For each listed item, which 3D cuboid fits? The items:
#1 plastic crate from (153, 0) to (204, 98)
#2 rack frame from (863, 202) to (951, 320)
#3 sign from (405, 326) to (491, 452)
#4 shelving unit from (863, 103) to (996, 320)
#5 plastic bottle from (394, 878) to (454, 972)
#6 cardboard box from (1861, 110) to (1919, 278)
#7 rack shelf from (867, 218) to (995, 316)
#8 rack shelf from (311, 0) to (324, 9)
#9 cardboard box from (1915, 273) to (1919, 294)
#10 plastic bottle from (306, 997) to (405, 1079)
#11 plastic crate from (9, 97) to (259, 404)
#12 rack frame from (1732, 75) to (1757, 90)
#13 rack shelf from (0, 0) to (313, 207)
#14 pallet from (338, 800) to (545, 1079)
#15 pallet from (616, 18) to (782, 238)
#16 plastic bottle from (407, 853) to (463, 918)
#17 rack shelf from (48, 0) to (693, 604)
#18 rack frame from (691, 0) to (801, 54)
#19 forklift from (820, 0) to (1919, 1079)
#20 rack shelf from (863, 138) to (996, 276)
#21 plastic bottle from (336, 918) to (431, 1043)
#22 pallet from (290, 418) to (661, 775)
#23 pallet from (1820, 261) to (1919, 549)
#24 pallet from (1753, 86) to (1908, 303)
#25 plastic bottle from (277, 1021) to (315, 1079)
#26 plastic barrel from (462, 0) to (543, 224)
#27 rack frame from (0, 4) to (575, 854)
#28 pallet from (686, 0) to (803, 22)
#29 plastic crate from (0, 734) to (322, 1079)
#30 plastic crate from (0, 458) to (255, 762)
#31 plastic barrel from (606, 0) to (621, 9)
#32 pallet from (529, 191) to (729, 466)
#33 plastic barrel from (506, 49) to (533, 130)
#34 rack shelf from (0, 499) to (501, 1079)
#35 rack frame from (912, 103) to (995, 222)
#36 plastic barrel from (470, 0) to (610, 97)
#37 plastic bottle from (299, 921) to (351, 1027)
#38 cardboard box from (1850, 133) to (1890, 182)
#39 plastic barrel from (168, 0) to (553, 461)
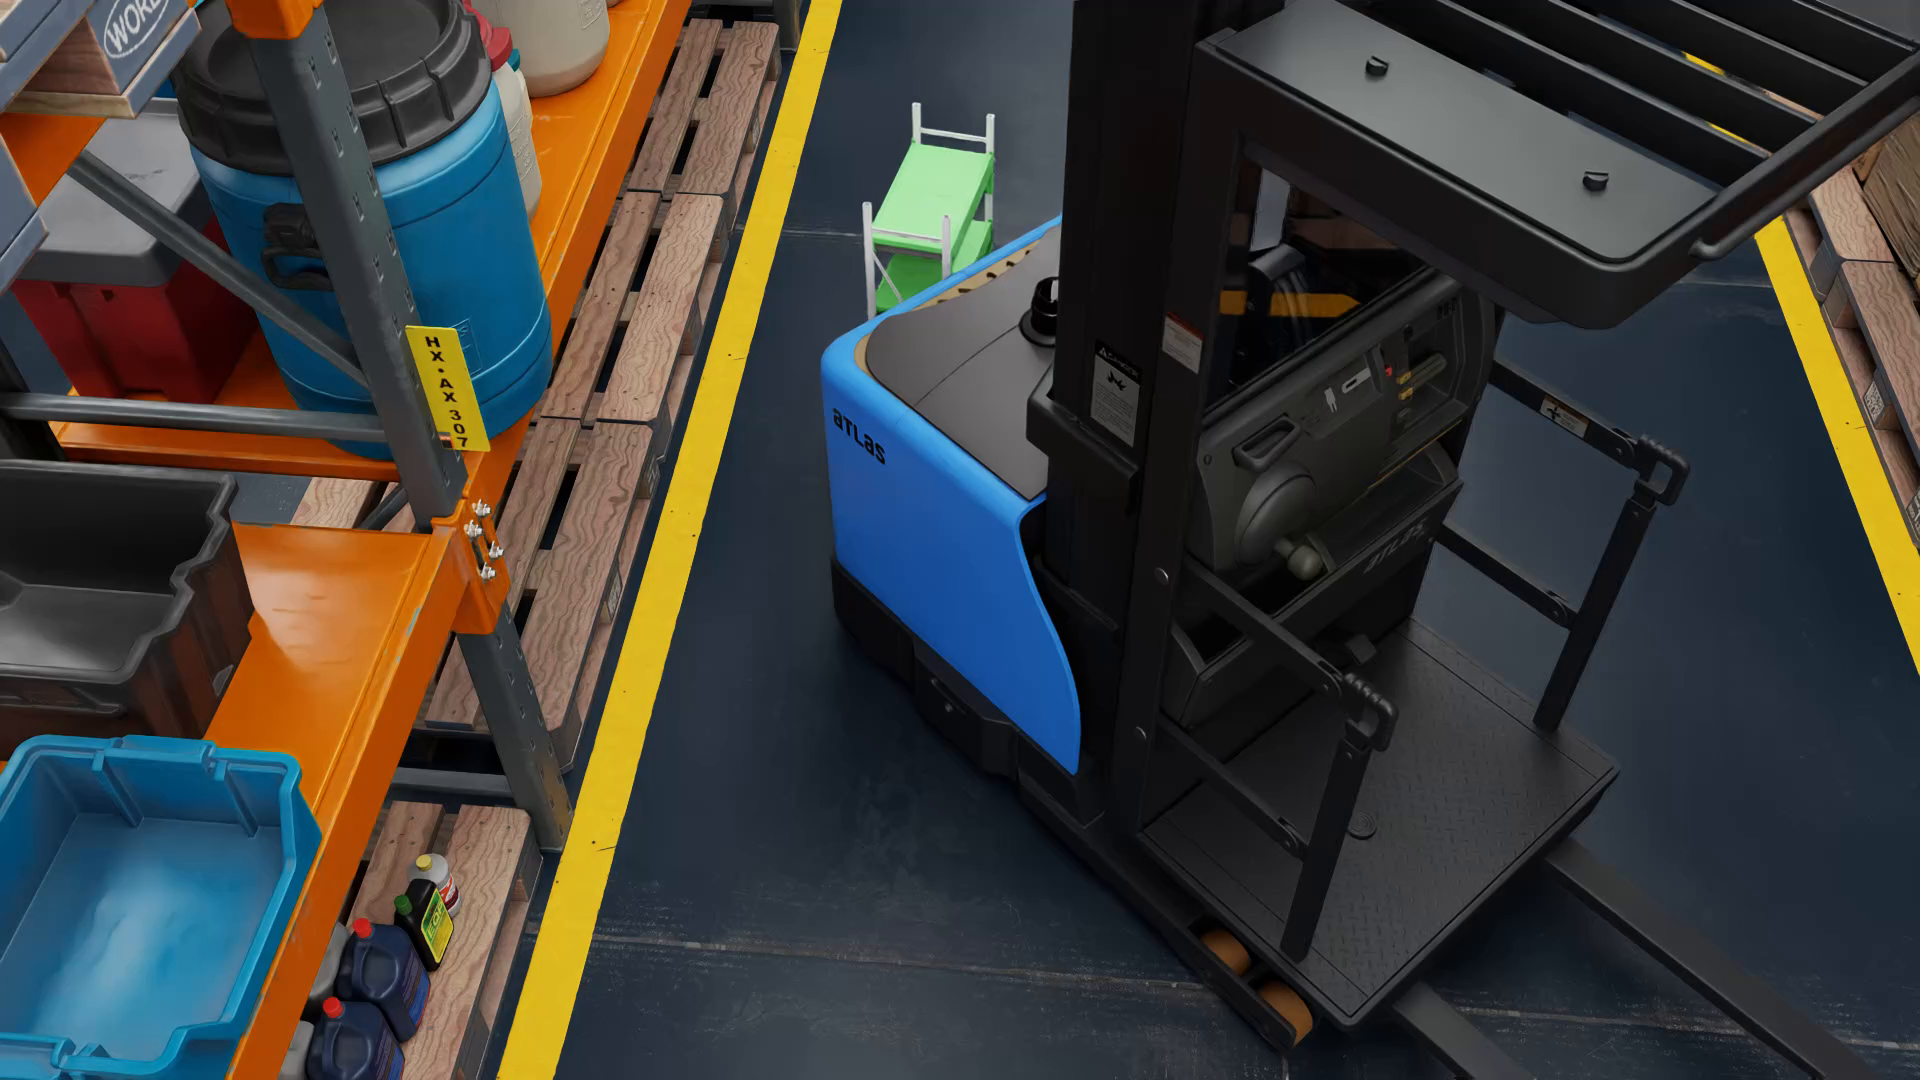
[{"bbox_3d":[-1.770,-1.074,4.210,0.392,0.384,0.575,4,48,4],"label":"plastic crate"},{"bbox_3d":[-0.143,-0.473,4.870,0.240,1.200,0.015,11,48,10],"label":"rack frame"},{"bbox_3d":[-1.014,-0.296,3.301,0.100,0.325,0.005,4,48,4],"label":"sign"},{"bbox_3d":[-0.081,-0.648,5.029,0.258,1.200,0.503,11,48,10],"label":"shelving unit"},{"bbox_3d":[-1.276,0.896,3.940,0.061,0.283,0.133,6,48,5],"label":"plastic bottle"},{"bbox_3d":[3.657,-1.257,5.763,0.700,0.500,0.500,0,48,0],"label":"cardboard box"},{"bbox_3d":[-0.081,-0.766,4.899,0.258,0.148,0.480,11,48,10],"label":"rack shelf"},{"bbox_3d":[-1.378,-2.487,3.947,1.077,0.370,4.000,4,48,4],"label":"rack shelf"},{"bbox_3d":[3.612,-0.840,5.381,0.700,0.500,0.500,7,48,7],"label":"cardboard box"},{"bbox_3d":[-1.350,1.131,3.679,0.144,0.351,0.185,2,48,2],"label":"plastic bottle"},{"bbox_3d":[-1.821,-0.646,3.765,0.402,0.464,0.583,4,48,4],"label":"plastic crate"},{"bbox_3d":[3.736,-2.854,5.828,1.000,3.000,0.127,4,48,4],"label":"rack frame"},{"bbox_3d":[-1.743,0.452,1.258,1.077,0.370,4.000,4,48,4],"label":"rack shelf"},{"bbox_3d":[-1.663,1.184,4.024,1.003,0.211,1.213,4,48,4],"label":"pallet"},{"bbox_3d":[-1.305,-1.679,6.643,1.003,0.211,1.213,4,48,4],"label":"pallet"},{"bbox_3d":[-1.283,0.836,4.051,0.097,0.201,0.097,0,48,0],"label":"plastic bottle"},{"bbox_3d":[-1.378,-1.475,5.054,1.077,0.370,4.000,4,48,4],"label":"rack shelf"},{"bbox_3d":[-1.196,-3.187,6.132,1.000,3.000,0.127,4,48,4],"label":"rack frame"},{"bbox_3d":[0.974,-0.171,3.420,1.130,2.935,3.031,-33,56,-26],"label":"forklift"},{"bbox_3d":[-0.081,-0.928,4.722,0.258,0.148,0.480,11,48,10],"label":"rack shelf"},{"bbox_3d":[-1.332,0.990,3.808,0.144,0.351,0.185,3,48,2],"label":"plastic bottle"},{"bbox_3d":[-1.528,0.114,5.003,1.003,0.211,1.213,4,48,4],"label":"pallet"},{"bbox_3d":[3.550,-0.445,5.514,1.003,0.211,1.213,4,48,4],"label":"pallet"},{"bbox_3d":[3.664,-1.339,6.331,1.003,0.211,1.213,4,48,4],"label":"pallet"},{"bbox_3d":[-1.500,1.165,3.699,0.152,0.276,0.135,4,48,4],"label":"plastic bottle"},{"bbox_3d":[-1.255,-0.982,4.023,0.433,0.535,0.433,0,48,0],"label":"plastic barrel"},{"bbox_3d":[-1.561,-0.248,3.444,1.000,3.000,0.127,4,48,4],"label":"rack frame"},{"bbox_3d":[-1.166,-2.828,7.694,1.003,0.211,1.213,4,48,4],"label":"pallet"},{"bbox_3d":[-1.391,0.634,2.738,0.499,0.251,0.616,4,48,4],"label":"plastic crate"},{"bbox_3d":[-1.735,0.149,3.123,0.767,0.338,0.504,4,48,4],"label":"plastic crate"},{"bbox_3d":[-1.149,-1.839,4.807,0.433,0.535,0.433,0,48,0],"label":"plastic barrel"},{"bbox_3d":[-1.419,-0.785,5.825,1.003,0.211,1.213,4,48,4],"label":"pallet"},{"bbox_3d":[-1.287,-1.163,4.375,0.301,0.262,0.301,0,48,0],"label":"plastic barrel"},{"bbox_3d":[-1.743,1.465,2.365,1.077,0.370,4.000,4,48,4],"label":"rack shelf"},{"bbox_3d":[-0.019,-0.822,5.189,0.240,1.200,0.015,11,48,10],"label":"rack frame"},{"bbox_3d":[-1.188,-1.521,4.516,0.433,0.535,0.433,0,48,0],"label":"plastic barrel"},{"bbox_3d":[-1.476,0.981,3.817,0.144,0.351,0.185,4,48,4],"label":"plastic bottle"},{"bbox_3d":[3.695,-1.665,6.136,0.700,0.500,0.500,2,48,1],"label":"cardboard box"},{"bbox_3d":[-1.224,-0.681,3.500,0.600,0.901,0.708,4,48,4],"label":"plastic barrel"}]
